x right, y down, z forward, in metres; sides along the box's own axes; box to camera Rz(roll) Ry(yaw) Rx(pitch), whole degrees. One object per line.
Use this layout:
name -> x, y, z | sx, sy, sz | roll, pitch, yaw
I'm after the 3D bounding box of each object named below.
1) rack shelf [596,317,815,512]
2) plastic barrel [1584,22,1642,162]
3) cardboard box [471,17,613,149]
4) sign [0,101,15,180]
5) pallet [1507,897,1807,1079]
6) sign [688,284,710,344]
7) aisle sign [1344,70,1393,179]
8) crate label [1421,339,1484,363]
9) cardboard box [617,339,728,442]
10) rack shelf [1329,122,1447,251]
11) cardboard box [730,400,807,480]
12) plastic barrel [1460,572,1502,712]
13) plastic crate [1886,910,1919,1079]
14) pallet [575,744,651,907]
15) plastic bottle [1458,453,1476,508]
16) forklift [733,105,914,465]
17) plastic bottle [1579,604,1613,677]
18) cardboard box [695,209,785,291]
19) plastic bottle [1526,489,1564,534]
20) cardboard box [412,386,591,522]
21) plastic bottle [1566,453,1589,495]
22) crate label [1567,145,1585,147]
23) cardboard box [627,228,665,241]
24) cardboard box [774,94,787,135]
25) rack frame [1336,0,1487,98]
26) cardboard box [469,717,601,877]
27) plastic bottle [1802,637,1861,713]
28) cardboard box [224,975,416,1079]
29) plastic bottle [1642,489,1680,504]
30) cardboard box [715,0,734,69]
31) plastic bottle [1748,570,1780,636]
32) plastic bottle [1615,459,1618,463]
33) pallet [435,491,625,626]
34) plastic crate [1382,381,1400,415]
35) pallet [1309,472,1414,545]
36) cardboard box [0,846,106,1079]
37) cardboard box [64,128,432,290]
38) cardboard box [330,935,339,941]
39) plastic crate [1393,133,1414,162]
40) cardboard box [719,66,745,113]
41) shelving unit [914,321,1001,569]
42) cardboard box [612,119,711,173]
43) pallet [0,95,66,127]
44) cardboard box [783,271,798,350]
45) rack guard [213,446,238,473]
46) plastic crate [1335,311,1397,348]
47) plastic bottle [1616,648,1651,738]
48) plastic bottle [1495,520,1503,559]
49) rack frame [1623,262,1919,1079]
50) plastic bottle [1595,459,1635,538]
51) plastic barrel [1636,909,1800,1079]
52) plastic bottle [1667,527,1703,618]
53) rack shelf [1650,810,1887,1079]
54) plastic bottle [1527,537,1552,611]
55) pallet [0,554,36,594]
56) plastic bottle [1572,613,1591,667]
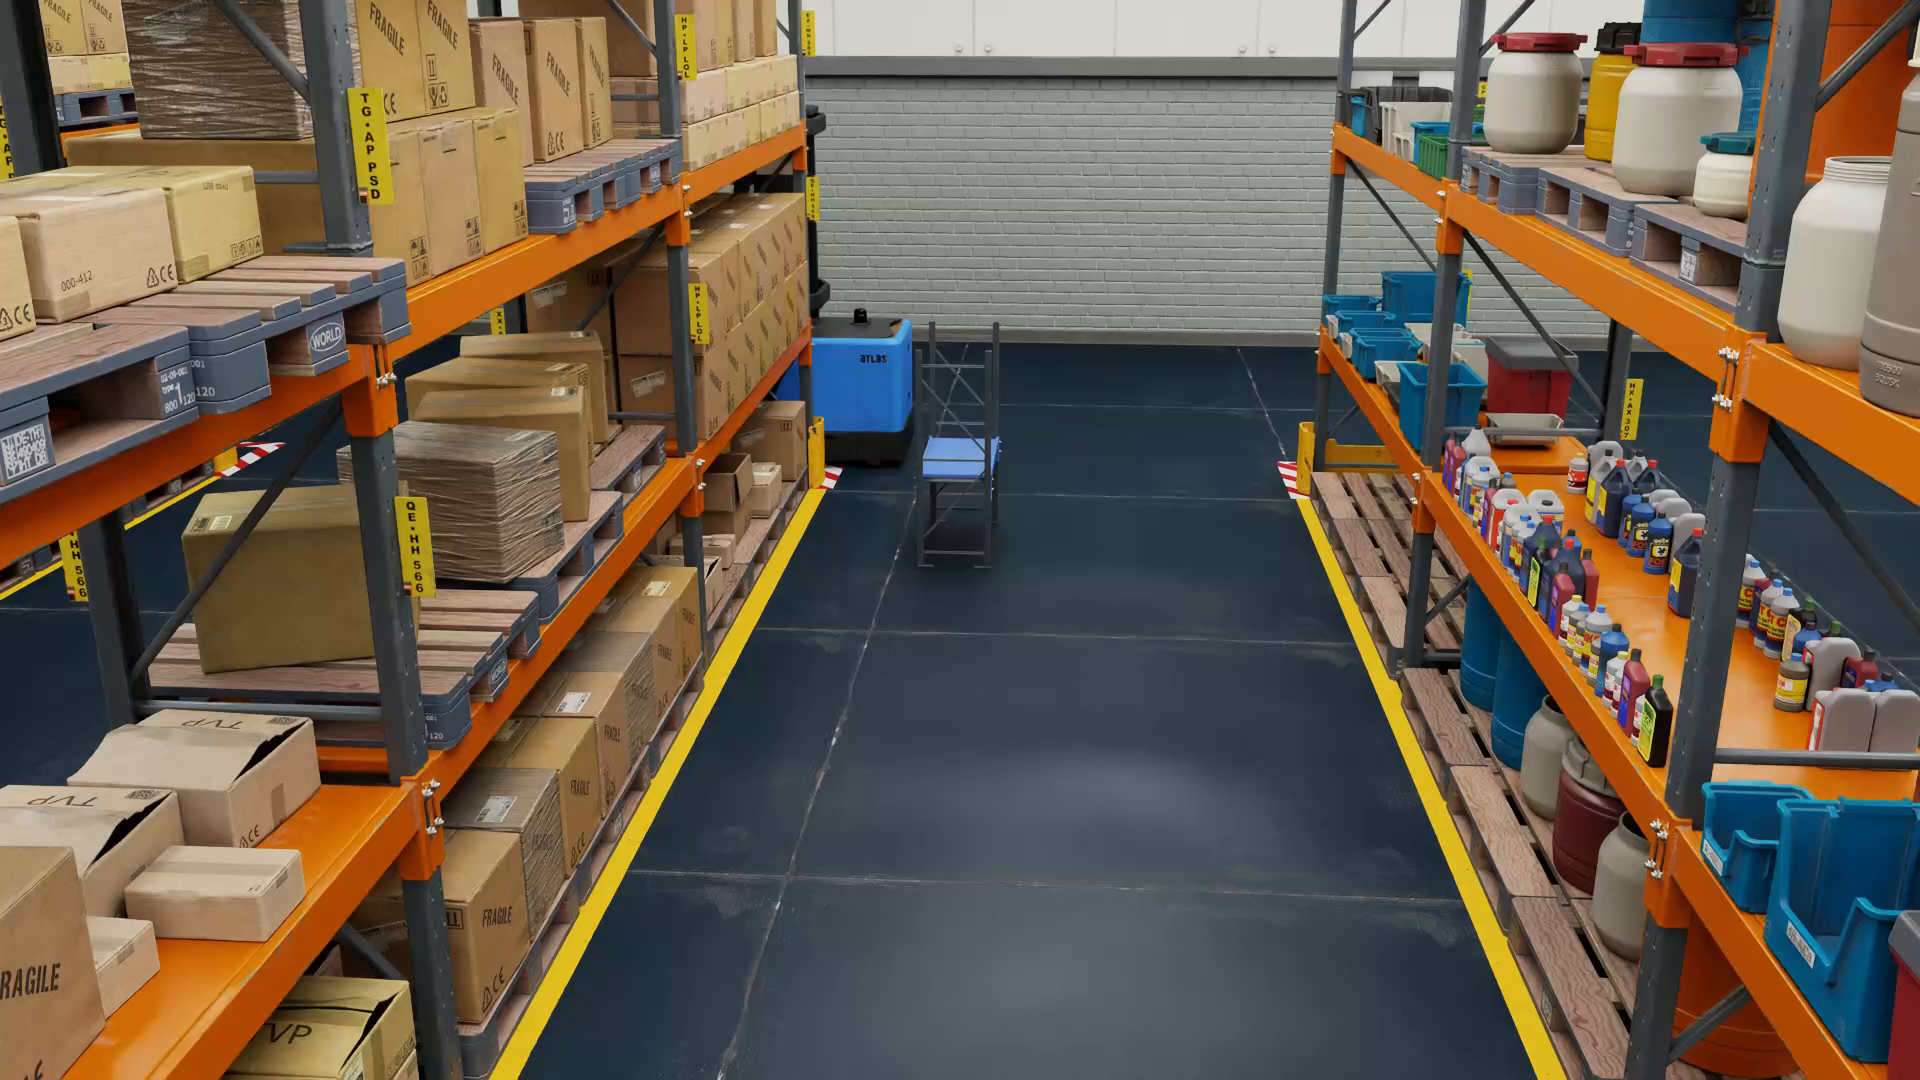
rack shelf -> -1.818, -0.960, 11.189 | 1.077, 0.370, 4.000 | 1, 18, 4
plastic barrel -> 3.116, -1.995, 7.400 | 0.600, 0.588, 0.600 | 0, 18, 0
cardboard box -> -2.071, -2.245, 8.146 | 0.600, 0.600, 0.600 | 0, 18, -1
sign -> -2.789, -1.122, 4.882 | 0.100, 0.325, 0.005 | 1, 18, 4
pallet -> 2.707, 1.753, 6.234 | 1.003, 0.211, 1.213 | 1, 18, 4
sign -> -1.408, -1.219, 8.967 | 0.100, 0.325, 0.005 | 1, 18, 4
aisle sign -> 2.975, -3.075, 12.316 | 0.394, 0.787, 0.004 | 1, 18, 4
crate label -> 3.357, -1.280, 11.339 | 0.396, 0.136, 0.243 | 1, 18, 4
cardboard box -> -1.653, -0.880, 9.631 | 0.500, 0.500, 0.500 | 2, 18, 5
rack shelf -> 3.122, -2.273, 10.381 | 1.077, 0.370, 4.000 | 1, 18, 4
cardboard box -> -1.468, -0.769, 12.762 | 0.500, 0.500, 0.500 | 1, 18, 4
plastic barrel -> 2.923, 0.398, 8.588 | 0.600, 0.901, 0.708 | 1, 18, 4
plastic crate -> 2.271, 1.138, 3.529 | 0.402, 0.464, 0.583 | 1, 18, 4
pallet -> -2.067, 1.278, 7.683 | 1.003, 0.211, 1.213 | 1, 18, 4
plastic bottle -> 2.521, -0.295, 8.213 | 0.097, 0.271, 0.097 | 0, 18, 0
forklift -> -1.942, -2.171, 13.841 | 3.031, 2.935, 1.130 | 1, 18, 4
plastic bottle -> 2.367, 0.372, 6.178 | 0.097, 0.271, 0.097 | 0, 18, 0
cardboard box -> -1.500, -1.983, 11.391 | 0.500, 0.500, 0.500 | 2, 18, 5
plastic bottle -> 2.651, -0.083, 7.559 | 0.152, 0.276, 0.135 | 1, 18, 4
cardboard box -> -2.026, -0.377, 7.422 | 0.700, 0.500, 0.500 | -3, 18, -10
plastic bottle -> 3.147, -0.341, 8.467 | 0.097, 0.201, 0.097 | 0, 18, 0
crate label -> 3.302, -2.014, 8.859 | 0.293, 0.136, 0.466 | 1, 18, 4
cardboard box -> -2.113, -1.681, 10.471 | 0.500, 0.500, 0.500 | 1, 18, 4
cardboard box -> -1.495, -2.956, 11.551 | 0.500, 0.250, 0.500 | 1, 18, 4
rack frame -> 3.266, -4.662, 11.698 | 1.000, 3.000, 0.127 | 1, 18, 4
cardboard box -> -1.858, 1.087, 7.095 | 0.500, 0.500, 0.500 | 1, 18, 3
plastic bottle -> 3.079, 0.462, 5.895 | 0.152, 0.276, 0.135 | 1, 18, 4
cardboard box -> -2.040, 1.571, 5.153 | 0.500, 0.311, 0.500 | 2, 18, 5
plastic bottle -> 3.211, -0.110, 7.640 | 0.152, 0.276, 0.135 | 1, 18, 4
cardboard box -> -1.758, -3.088, 9.946 | 0.700, 0.500, 0.500 | 1, 18, 4
plastic bottle -> 3.174, 0.244, 6.548 | 0.061, 0.283, 0.133 | 1, 18, 4
plastic bottle -> 3.292, -0.308, 8.364 | 0.097, 0.201, 0.097 | 0, 18, 0
pallet -> -2.113, 0.049, 7.264 | 1.003, 0.211, 1.213 | 1, 18, 4
plastic crate -> 2.791, -0.820, 9.953 | 0.437, 0.125, 0.590 | 1, 18, 4
pallet -> 3.168, -0.230, 12.287 | 1.003, 0.211, 1.213 | 1, 18, 4
cardboard box -> -2.352, 1.036, 3.783 | 0.500, 0.500, 0.500 | 0, 18, 1
cardboard box -> -2.250, -1.047, 5.324 | 0.910, 0.500, 0.500 | 1, 18, 4
cardboard box -> -2.415, 1.245, 6.614 | 0.500, 0.500, 0.500 | 2, 18, 6
plastic crate -> 2.691, -2.272, 9.646 | 0.293, 0.136, 0.466 | 1, 18, 4
cardboard box -> -1.597, -2.728, 10.051 | 0.500, 0.250, 0.500 | 1, 18, 4
shelving unit -> -0.006, -0.686, 11.609 | 0.538, 1.500, 1.048 | 1, 18, 4
cardboard box -> -1.680, -2.180, 9.182 | 0.500, 0.250, 0.500 | 1, 18, 4
pallet -> -6.743, -2.805, 10.990 | 1.003, 0.211, 1.213 | 1, 18, 4
cardboard box -> -1.469, -1.664, 12.023 | 0.500, 0.500, 0.500 | 1, 18, 4
rack guard -> -6.614, -0.852, 13.719 | 1.175, 0.500, 0.348 | 1, 18, 4
plastic crate -> 2.872, -1.486, 11.813 | 0.416, 0.233, 0.300 | 1, 18, 4
plastic bottle -> 2.312, 0.522, 5.699 | 0.061, 0.283, 0.133 | 1, 18, 4
plastic bottle -> 2.464, -0.016, 7.473 | 0.097, 0.201, 0.097 | 0, 18, 0
rack frame -> 2.692, 0.674, 5.049 | 1.000, 3.000, 0.127 | 1, 18, 4
plastic bottle -> 3.082, -0.198, 7.790 | 0.144, 0.351, 0.185 | 1, 18, 4
plastic barrel -> 2.710, 1.353, 5.787 | 0.600, 0.830, 0.708 | 1, 18, 4
plastic bottle -> 2.999, 0.128, 6.794 | 0.144, 0.351, 0.185 | 1, 18, 4
rack shelf -> 2.549, 1.637, 3.266 | 1.077, 0.370, 4.000 | 1, 18, 4
plastic bottle -> 2.400, 0.140, 6.865 | 0.061, 0.283, 0.133 | 1, 18, 4
pallet -> -6.770, 0.301, 10.665 | 1.003, 0.211, 1.213 | 1, 18, 4
plastic bottle -> 2.374, 0.375, 6.281 | 0.097, 0.201, 0.097 | 0, 18, 0
